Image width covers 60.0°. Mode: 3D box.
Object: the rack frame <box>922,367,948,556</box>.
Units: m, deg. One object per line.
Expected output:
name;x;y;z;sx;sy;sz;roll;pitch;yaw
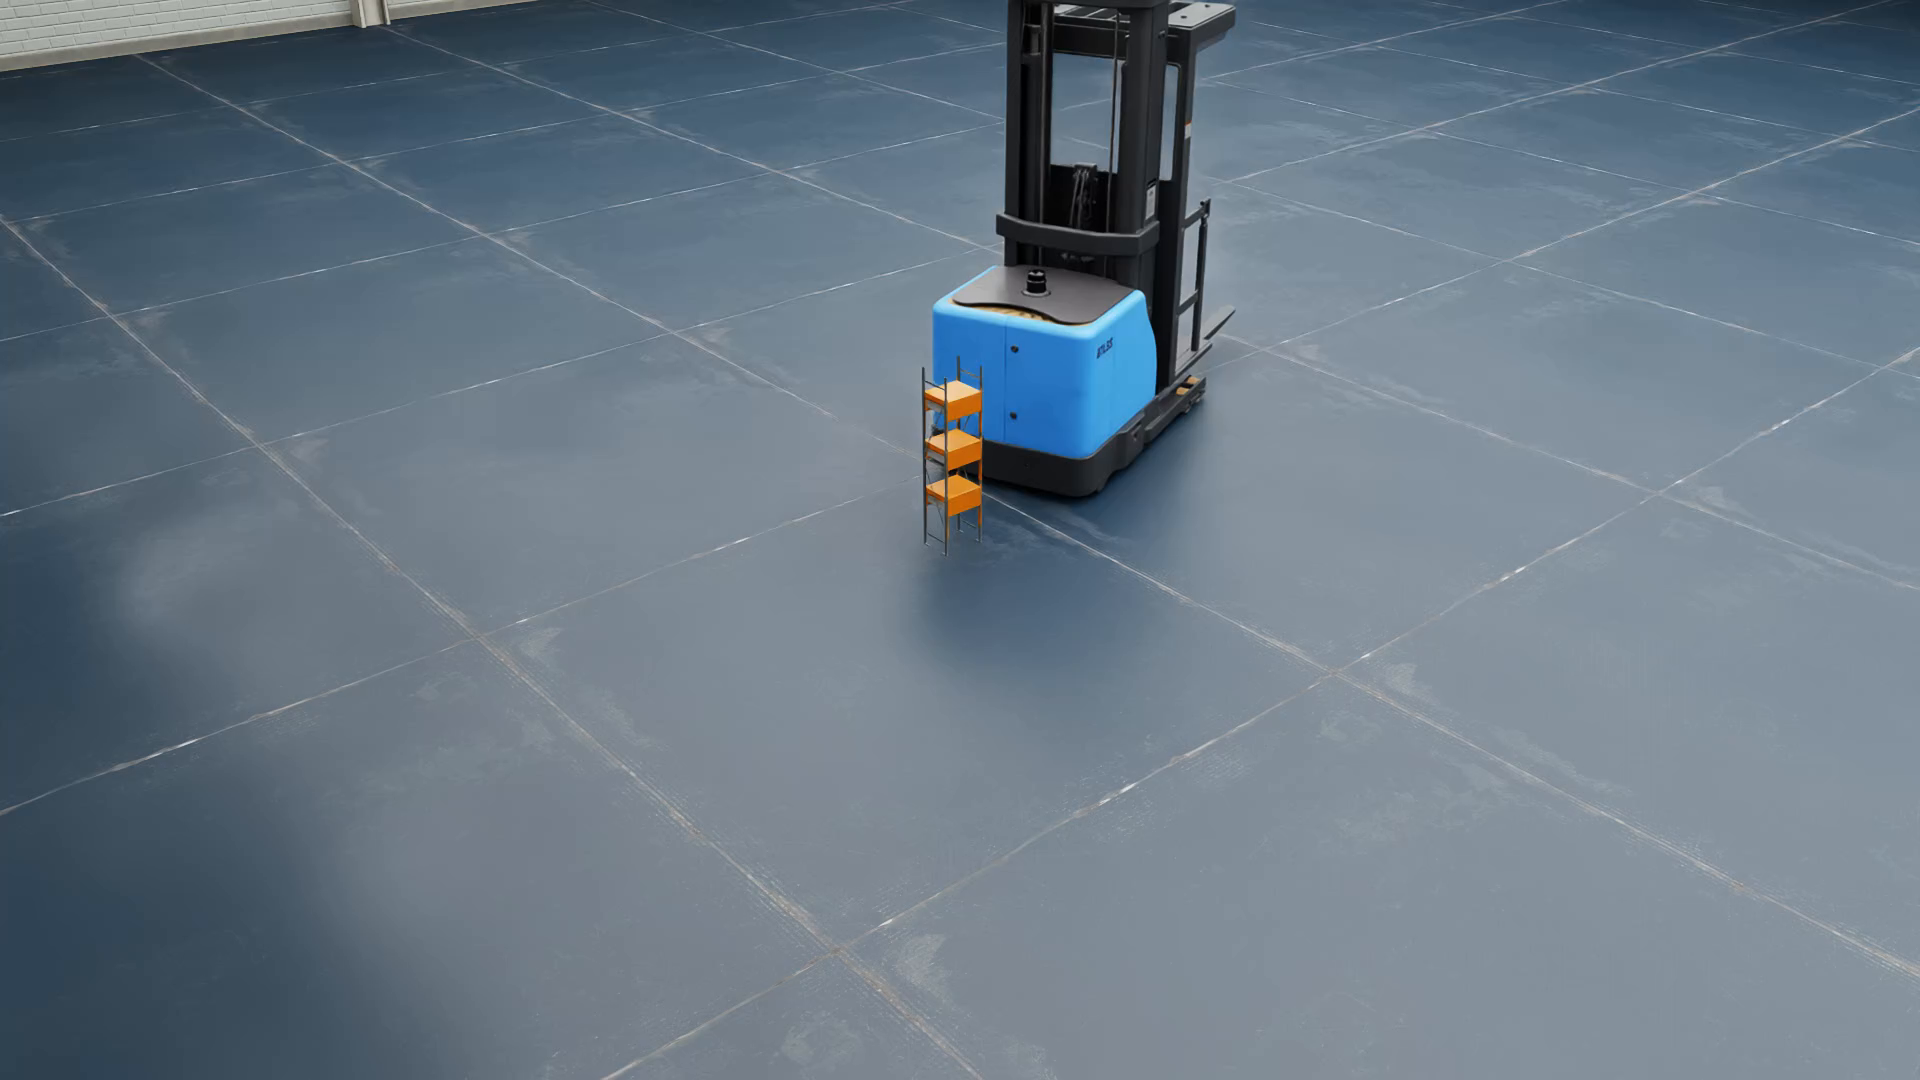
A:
rack frame;-0.134;-0.409;8.902;0.008;1.050;0.200;-22;35;-35

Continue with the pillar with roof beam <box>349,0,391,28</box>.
pillar with roof beam;-5.004;-9.263;17.036;0.400;9.000;9.100;-22;35;-35

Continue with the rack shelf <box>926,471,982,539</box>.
rack shelf;-0.041;-0.192;9.108;0.240;0.259;0.215;-22;35;-35

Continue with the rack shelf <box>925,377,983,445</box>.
rack shelf;-0.041;-0.688;8.843;0.240;0.259;0.215;-22;35;-35

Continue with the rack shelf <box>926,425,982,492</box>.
rack shelf;-0.041;-0.437;8.977;0.240;0.259;0.215;-22;35;-35

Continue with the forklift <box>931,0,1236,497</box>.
forklift;0.964;-2.206;10.268;1.130;2.935;3.031;14;31;24

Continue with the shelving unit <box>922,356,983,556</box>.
shelving unit;-0.041;-0.447;8.972;0.252;1.050;0.215;-22;35;-35

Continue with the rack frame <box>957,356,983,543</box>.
rack frame;0.052;-0.484;9.042;0.008;1.050;0.200;-22;35;-35
